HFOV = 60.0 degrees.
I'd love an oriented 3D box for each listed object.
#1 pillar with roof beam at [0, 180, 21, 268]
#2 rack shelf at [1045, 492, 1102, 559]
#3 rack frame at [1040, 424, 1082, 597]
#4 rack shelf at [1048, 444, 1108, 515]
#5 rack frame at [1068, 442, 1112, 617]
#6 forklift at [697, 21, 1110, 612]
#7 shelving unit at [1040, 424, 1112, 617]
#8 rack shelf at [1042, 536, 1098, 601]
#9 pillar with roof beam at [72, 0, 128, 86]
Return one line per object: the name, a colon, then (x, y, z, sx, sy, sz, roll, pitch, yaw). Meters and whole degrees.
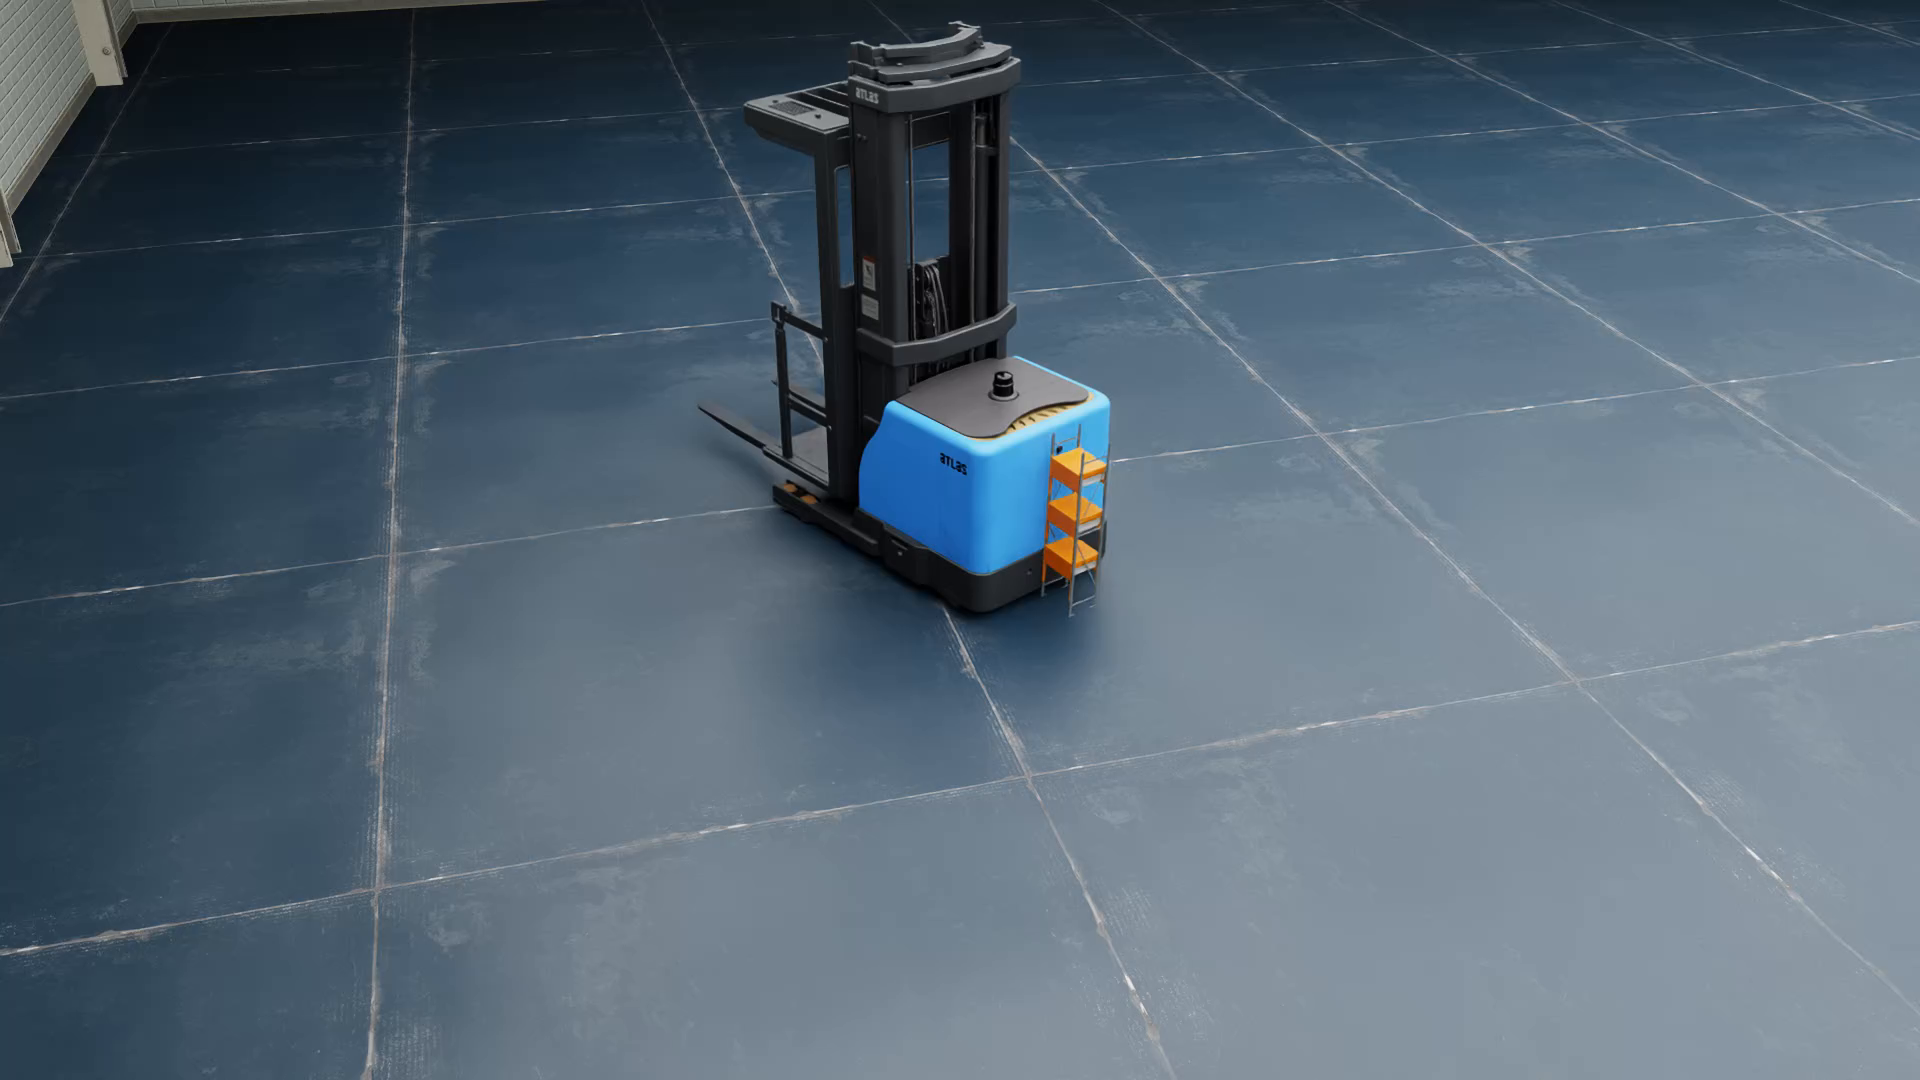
pillar with roof beam: (-4.002, -6.835, 12.808, 9.100, 9.000, 0.400, -8, 31, -13)
rack shelf: (0.627, -0.088, 9.093, 0.215, 0.259, 0.240, -20, 39, -31)
rack frame: (0.555, -0.152, 9.168, 0.200, 1.050, 0.008, -20, 39, -31)
rack shelf: (0.636, -0.327, 8.939, 0.215, 0.259, 0.240, -20, 39, -31)
rack frame: (0.700, -0.042, 9.006, 0.200, 1.050, 0.008, -20, 39, -31)
forklift: (-0.504, -1.529, 9.696, 1.130, 2.935, 3.031, -24, 38, -35)
shelving unit: (0.627, -0.097, 9.087, 0.215, 1.050, 0.252, -20, 39, -31)
rack shelf: (0.618, 0.146, 9.243, 0.215, 0.259, 0.240, -20, 39, -31)
pillar with roof beam: (-5.594, -9.733, 17.814, 9.100, 9.000, 0.400, -8, 31, -13)
